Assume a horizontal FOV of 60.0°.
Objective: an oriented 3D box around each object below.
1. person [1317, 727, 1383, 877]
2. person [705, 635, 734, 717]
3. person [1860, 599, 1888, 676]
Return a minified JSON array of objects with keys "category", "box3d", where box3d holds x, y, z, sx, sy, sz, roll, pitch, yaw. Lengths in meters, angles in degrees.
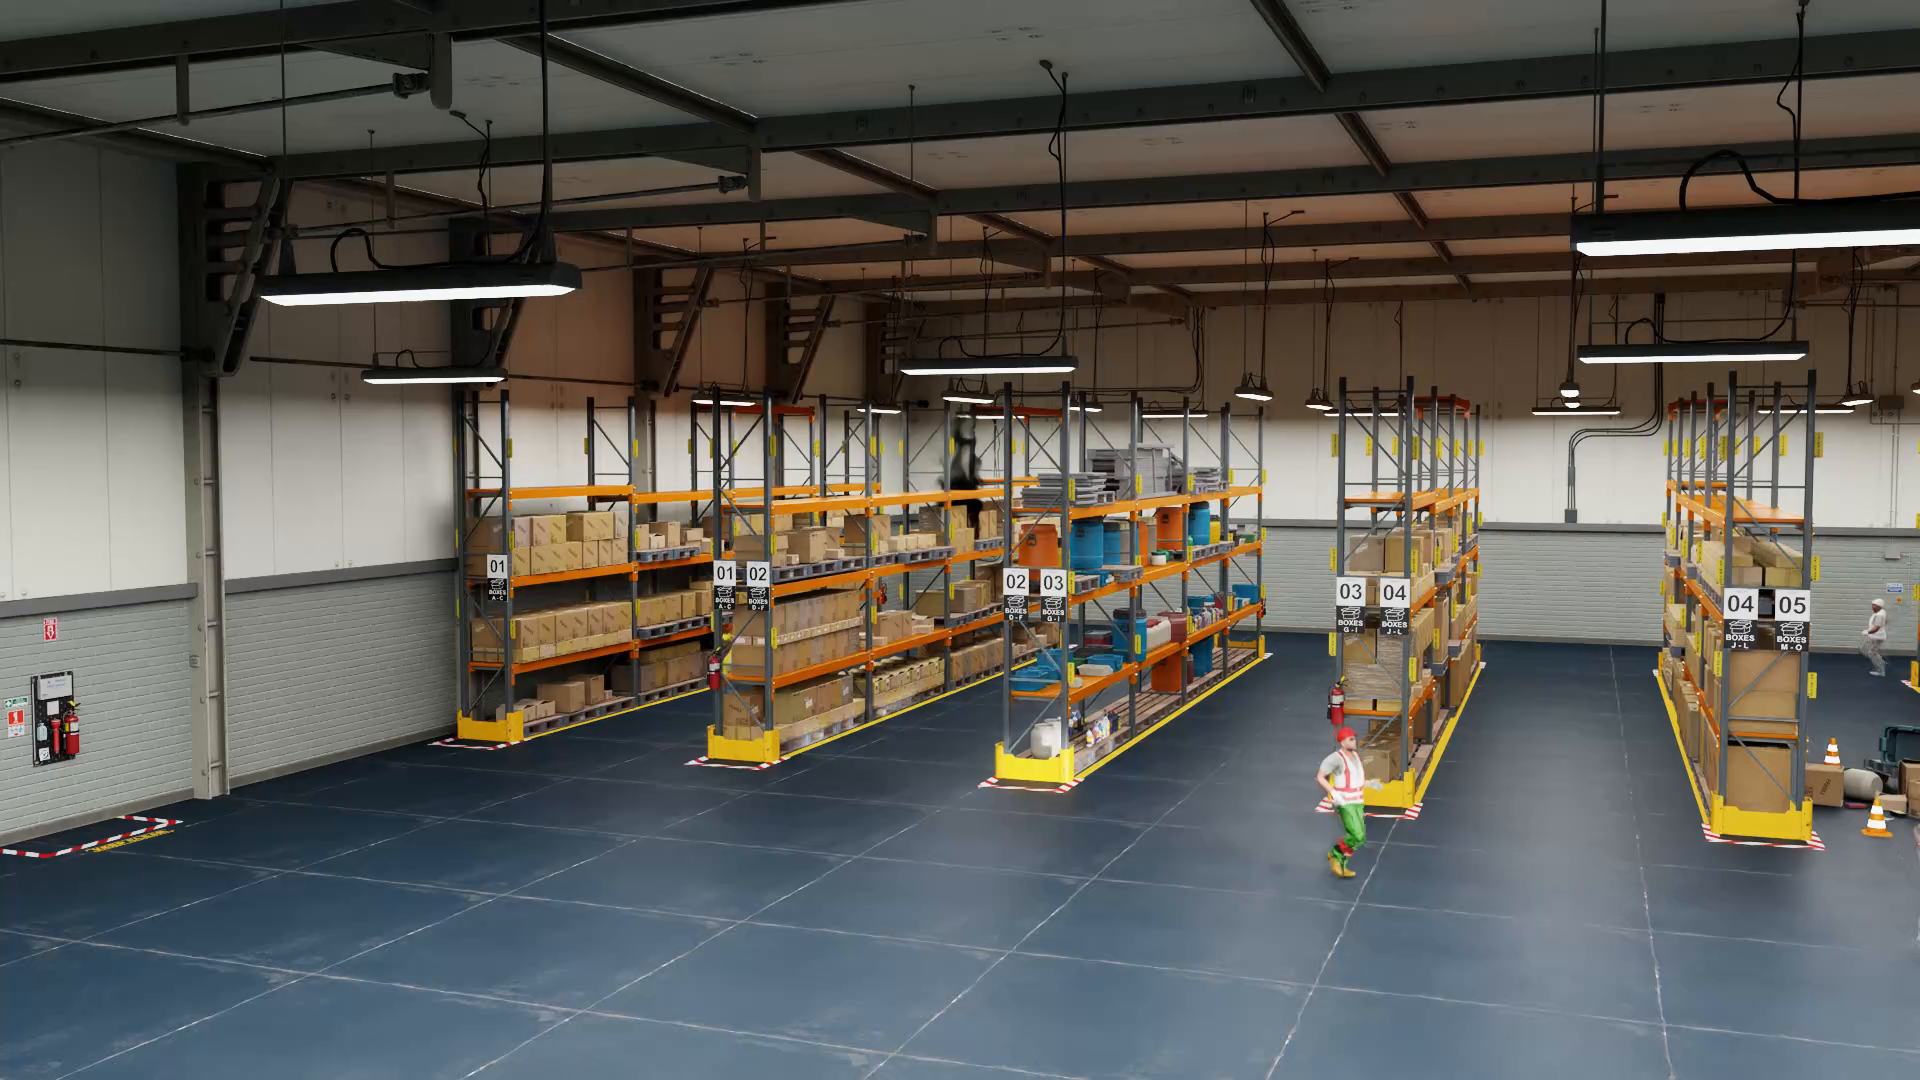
[{"category":"person","box3d":[4.549,3.052,19.272,0.643,1.742,0.584,-3,4,-42]},{"category":"person","box3d":[-4.162,2.525,29.333,0.707,1.726,0.754,1,3,13]},{"category":"person","box3d":[20.069,2.134,36.475,0.557,1.721,0.731,1,3,23]}]
